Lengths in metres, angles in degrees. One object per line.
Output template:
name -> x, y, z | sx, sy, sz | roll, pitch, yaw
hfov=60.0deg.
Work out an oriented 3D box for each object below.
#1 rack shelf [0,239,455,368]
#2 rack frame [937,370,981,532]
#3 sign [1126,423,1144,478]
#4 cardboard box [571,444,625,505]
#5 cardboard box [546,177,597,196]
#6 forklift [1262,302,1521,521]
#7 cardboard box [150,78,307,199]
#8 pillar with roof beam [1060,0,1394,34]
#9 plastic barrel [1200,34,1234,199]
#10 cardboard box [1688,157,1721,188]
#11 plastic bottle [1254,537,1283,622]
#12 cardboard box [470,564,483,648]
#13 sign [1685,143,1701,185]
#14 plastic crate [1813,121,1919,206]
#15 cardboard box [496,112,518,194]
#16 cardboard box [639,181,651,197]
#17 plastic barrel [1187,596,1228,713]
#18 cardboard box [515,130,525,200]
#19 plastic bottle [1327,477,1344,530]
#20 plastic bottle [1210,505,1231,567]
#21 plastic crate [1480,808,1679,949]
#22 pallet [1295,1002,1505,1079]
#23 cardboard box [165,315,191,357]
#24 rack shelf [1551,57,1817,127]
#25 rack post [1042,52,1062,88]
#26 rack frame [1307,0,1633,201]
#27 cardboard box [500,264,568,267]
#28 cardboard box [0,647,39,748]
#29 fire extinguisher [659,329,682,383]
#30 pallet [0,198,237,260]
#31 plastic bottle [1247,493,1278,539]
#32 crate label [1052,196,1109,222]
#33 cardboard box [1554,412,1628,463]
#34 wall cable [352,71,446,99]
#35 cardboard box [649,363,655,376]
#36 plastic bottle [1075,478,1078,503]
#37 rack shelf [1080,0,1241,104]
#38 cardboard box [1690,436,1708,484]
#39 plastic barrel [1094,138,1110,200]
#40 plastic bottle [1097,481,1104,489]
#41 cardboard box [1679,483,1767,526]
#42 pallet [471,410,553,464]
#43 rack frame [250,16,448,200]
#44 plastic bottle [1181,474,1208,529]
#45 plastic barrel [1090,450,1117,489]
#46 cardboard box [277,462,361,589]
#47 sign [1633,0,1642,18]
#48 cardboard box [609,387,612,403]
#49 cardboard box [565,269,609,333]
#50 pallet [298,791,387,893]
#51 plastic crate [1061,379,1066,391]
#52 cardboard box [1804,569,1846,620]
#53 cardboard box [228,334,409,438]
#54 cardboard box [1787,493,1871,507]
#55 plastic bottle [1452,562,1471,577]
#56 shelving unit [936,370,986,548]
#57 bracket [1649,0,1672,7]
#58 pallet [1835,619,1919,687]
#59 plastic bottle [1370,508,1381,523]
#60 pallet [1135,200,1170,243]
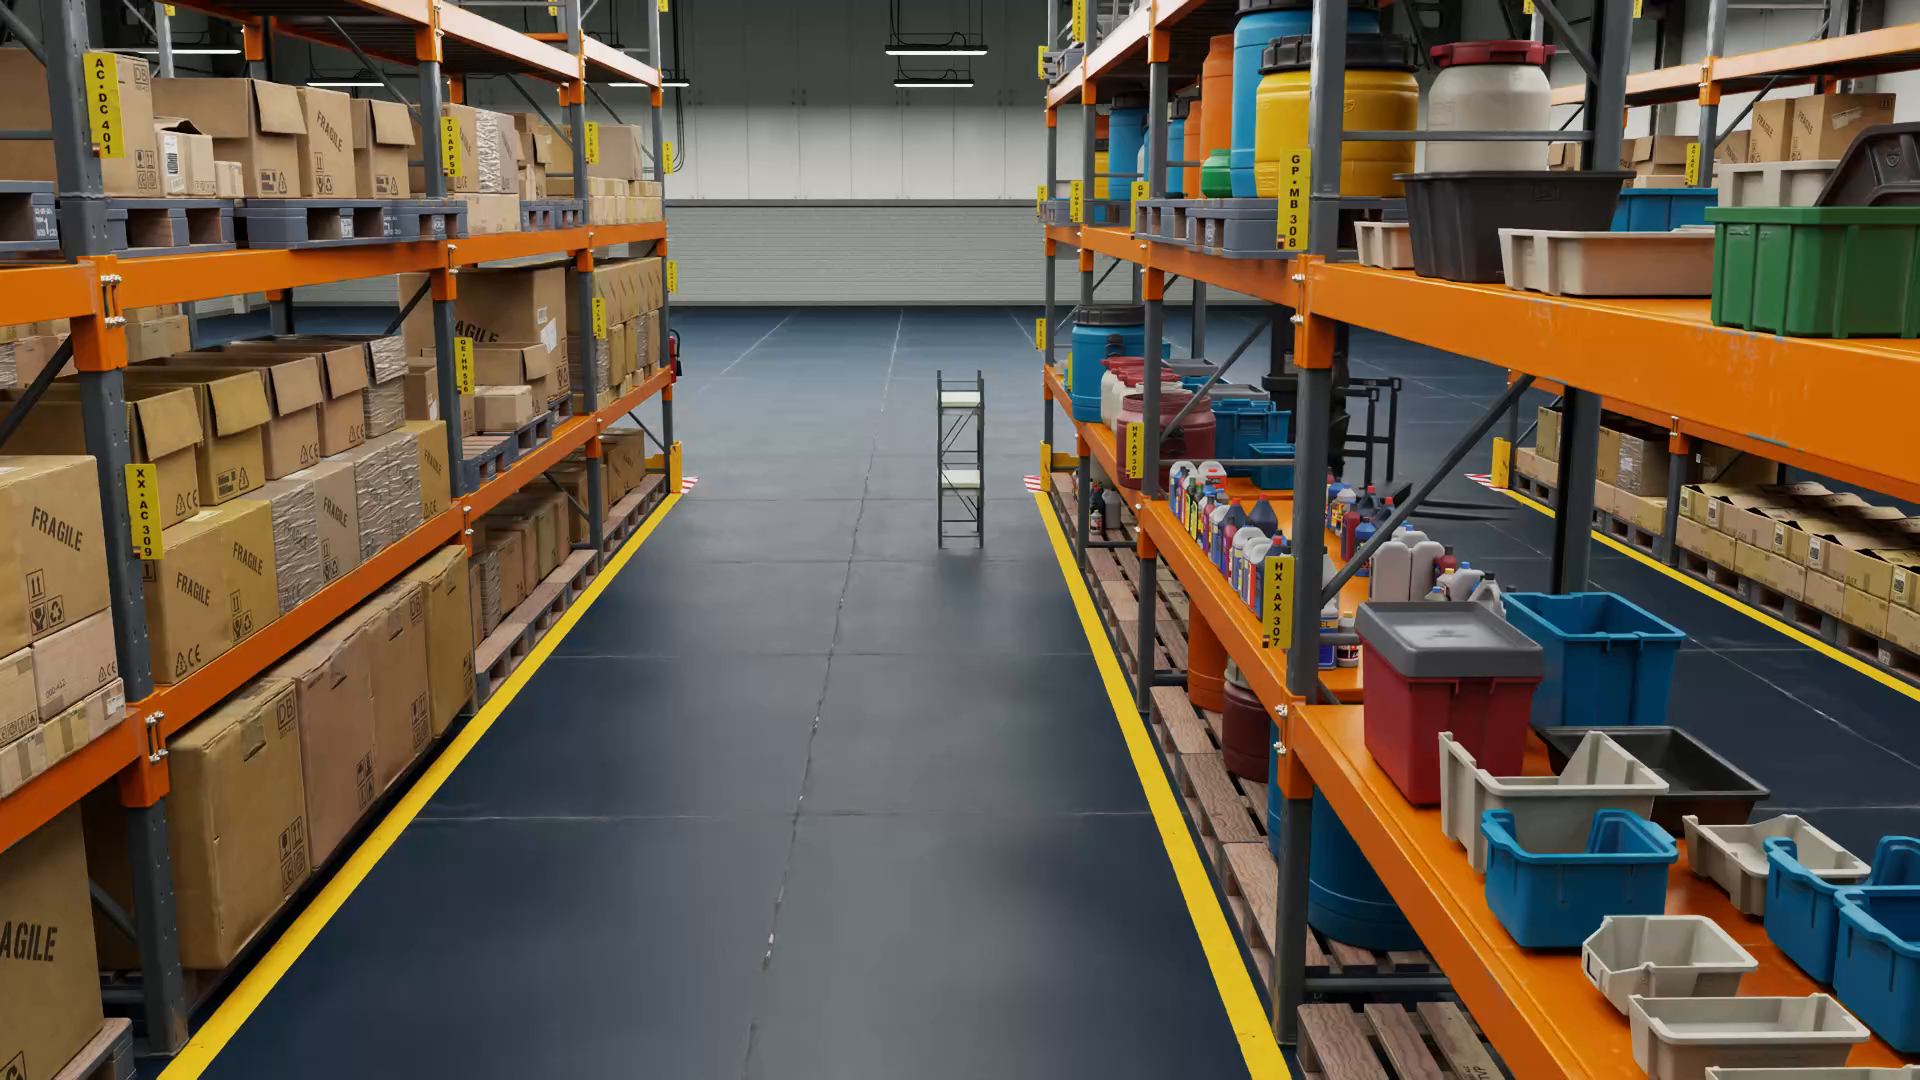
rack shelf -> -3.344, -1.144, 7.417 | 1.077, 0.370, 4.000 | 0, 11, -1
rack frame -> -0.008, -0.809, 15.275 | 0.400, 1.500, 0.023 | 0, 11, -1
sign -> 1.017, -0.520, 9.670 | 0.100, 0.325, 0.005 | 0, 11, -1
cardboard box -> -3.514, -0.627, 15.838 | 0.500, 0.500, 0.500 | 1, 11, 4
cardboard box -> -3.166, -2.877, 13.525 | 0.380, 0.149, 0.250 | -1, 11, -3
forklift -> 3.700, -1.592, 15.532 | 3.031, 2.935, 1.130 | 6, 13, 25
cardboard box -> -3.322, -1.744, 7.252 | 0.797, 0.503, 0.637 | 0, 11, -2
pillar with roof beam -> 7.262, -10.825, 45.786 | 9.100, 9.000, 0.548 | 0, 11, -1
plastic barrel -> 1.575, -2.218, 8.765 | 0.600, 0.830, 0.708 | 0, 11, -1
cardboard box -> 6.678, -3.168, 14.403 | 0.500, 0.311, 0.500 | -1, 12, -4
plastic bottle -> 1.299, 0.157, 6.865 | 0.144, 0.351, 0.185 | 0, 11, -1
cardboard box -> -3.419, 0.453, 10.464 | 0.700, 0.500, 0.500 | -1, 11, -4
sign -> 5.882, -3.019, 13.350 | 0.100, 0.325, 0.005 | 0, 11, -1
plastic crate -> 1.975, -0.598, 3.076 | 0.504, 0.338, 0.767 | 0, 11, -1
cardboard box -> -3.162, -2.483, 10.701 | 0.500, 0.500, 0.500 | -1, 11, -3
cardboard box -> -3.200, -3.396, 16.085 | 0.380, 0.149, 0.250 | 0, 11, -1
plastic barrel -> 1.594, 0.511, 9.399 | 0.600, 0.830, 0.708 | 0, 11, -1
cardboard box -> -3.537, -2.664, 11.787 | 0.797, 0.503, 0.637 | 0, 11, 1
plastic bottle -> 1.995, -0.195, 8.799 | 0.097, 0.271, 0.097 | 0, 11, 0
plastic bottle -> 1.281, -0.020, 7.927 | 0.152, 0.276, 0.135 | 0, 11, -1
plastic crate -> 1.433, 0.792, 3.883 | 0.416, 0.233, 0.300 | 0, 11, -1
pallet -> 1.703, 1.864, 5.342 | 1.003, 0.211, 1.213 | 0, 11, -1
cardboard box -> -8.459, -2.014, 17.063 | 0.875, 0.550, 0.550 | 0, 11, -1
rack shelf -> 6.395, -4.048, 15.194 | 1.077, 0.370, 4.000 | 0, 11, -1
rack post -> 1.290, -4.579, 16.252 | 0.937, 0.300, 0.954 | 1, 12, 5
rack frame -> 1.649, -2.589, 5.188 | 1.000, 3.000, 0.127 | 0, 11, -1
cardboard box -> -3.773, -2.191, 14.799 | 0.500, 0.500, 0.500 | 0, 11, -1
cardboard box -> -3.018, 0.489, 4.735 | 0.500, 0.250, 0.500 | 0, 11, 1
fire extinguisher -> -3.092, -2.001, 17.571 | 0.296, 0.674, 0.183 | 0, 11, -1
pallet -> -3.371, -1.187, 6.302 | 0.805, 0.209, 1.217 | -1, 11, -3
plastic bottle -> 1.430, -0.053, 7.898 | 0.144, 0.351, 0.185 | 0, 11, -1
crate label -> 1.110, -3.058, 15.418 | 0.502, 0.251, 0.408 | 0, 11, -1
cardboard box -> 6.178, -0.974, 16.287 | 0.500, 0.500, 0.500 | 0, 11, -1
wall cable -> -15.962, -12.269, 48.010 | 3.097, 2.526, 0.112 | 0, 11, -1
cardboard box -> -3.277, -1.736, 16.703 | 0.380, 0.149, 0.250 | 0, 11, -1
plastic bottle -> 1.134, -0.483, 15.651 | 0.097, 0.271, 0.097 | 0, 11, 0
rack shelf -> 1.525, -3.233, 11.178 | 1.077, 0.370, 4.000 | 0, 11, -1
cardboard box -> 6.722, -0.677, 14.827 | 0.500, 0.500, 0.500 | 0, 11, -1
plastic barrel -> 1.552, -3.576, 16.069 | 0.600, 0.588, 0.600 | 0, 11, 0
plastic bottle -> 1.279, -0.386, 15.141 | 0.061, 0.283, 0.133 | 0, 11, -1
cardboard box -> 6.196, -0.309, 13.486 | 0.500, 0.311, 0.500 | 0, 11, -1
pallet -> -3.467, -0.723, 11.561 | 1.003, 0.211, 1.213 | 0, 11, -1
rack frame -> -3.385, -3.364, 9.007 | 1.000, 3.000, 0.127 | 0, 11, -1
plastic bottle -> 1.262, -0.204, 8.832 | 0.152, 0.276, 0.135 | 0, 11, -1
plastic barrel -> 1.502, -0.791, 16.614 | 0.421, 0.512, 0.421 | 0, 11, 0
cardboard box -> -3.099, -0.072, 7.619 | 0.500, 0.500, 0.500 | 0, 11, 0
sign -> 6.897, -5.490, 16.939 | 0.100, 0.325, 0.005 | 0, 11, -1
cardboard box -> -3.197, -1.239, 14.254 | 0.380, 0.149, 0.250 | 0, 11, -1
cardboard box -> -3.223, -1.994, 13.830 | 0.500, 0.500, 0.500 | 0, 11, -1
pallet -> -3.422, 1.342, 7.914 | 1.003, 0.211, 1.213 | 0, 11, -1
plastic crate -> 1.197, -1.432, 15.235 | 0.530, 0.136, 0.437 | 0, 11, -1
cardboard box -> 6.243, 0.372, 11.541 | 0.500, 0.250, 0.500 | 0, 11, 0
cardboard box -> -3.386, -0.819, 8.777 | 0.797, 0.503, 0.637 | 0, 11, 1
cardboard box -> 6.748, -0.209, 12.995 | 0.500, 0.311, 0.500 | 0, 11, 0
plastic bottle -> 2.038, 0.225, 6.731 | 0.097, 0.271, 0.097 | 0, 11, 0
shelving unit -> 0.000, -0.736, 14.917 | 0.431, 1.500, 0.755 | 0, 11, -1
bracket -> 11.591, -8.945, 27.464 | 0.235, 0.232, 0.430 | 0, 11, -1
pallet -> 6.541, 0.739, 10.885 | 1.003, 0.211, 1.213 | 0, 11, -1
plastic bottle -> 1.971, -0.018, 7.895 | 0.061, 0.283, 0.133 | 0, 11, -1
pallet -> 1.485, -1.669, 8.673 | 1.003, 0.211, 1.213 | 0, 11, -1
